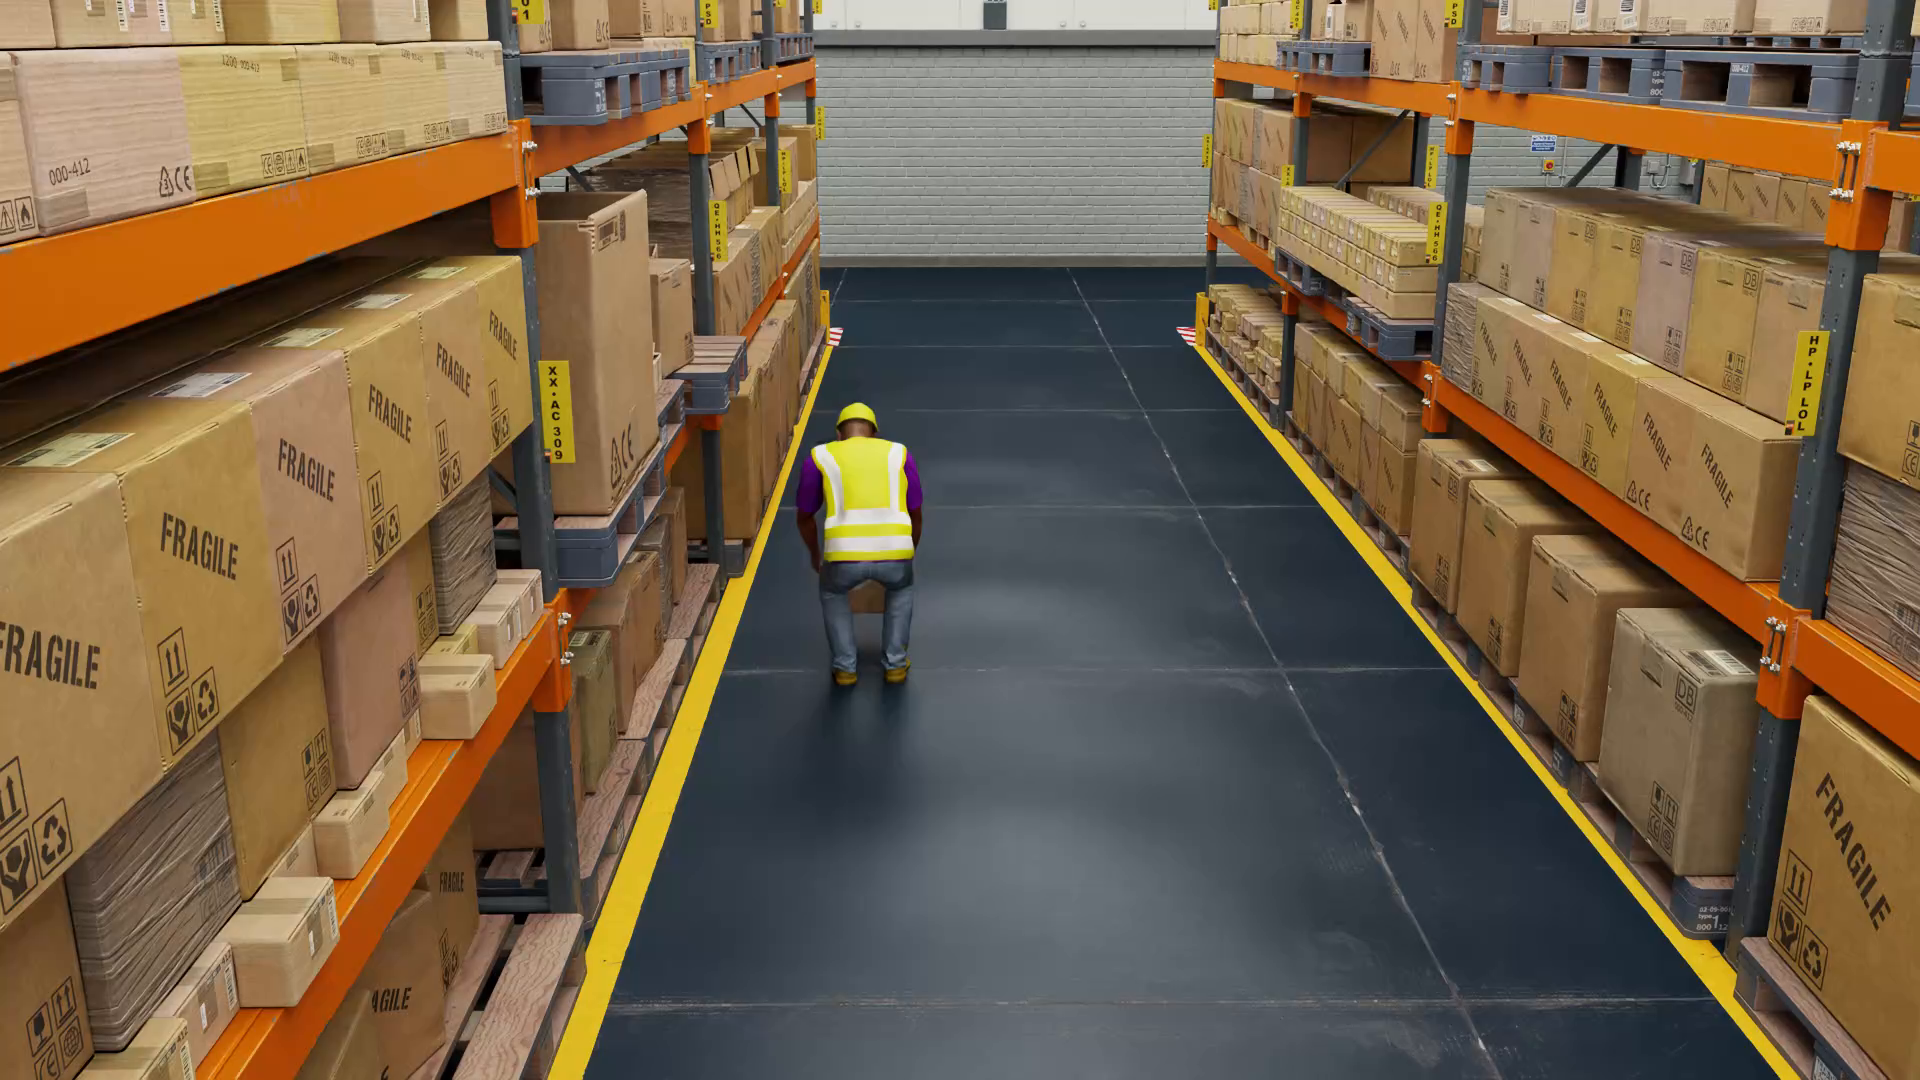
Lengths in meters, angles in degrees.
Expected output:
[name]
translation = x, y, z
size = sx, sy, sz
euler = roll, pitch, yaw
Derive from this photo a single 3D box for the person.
[person]
translation = -0.493, 0.027, 8.188
size = 0.630, 1.317, 0.802
euler = -1, 17, -3
